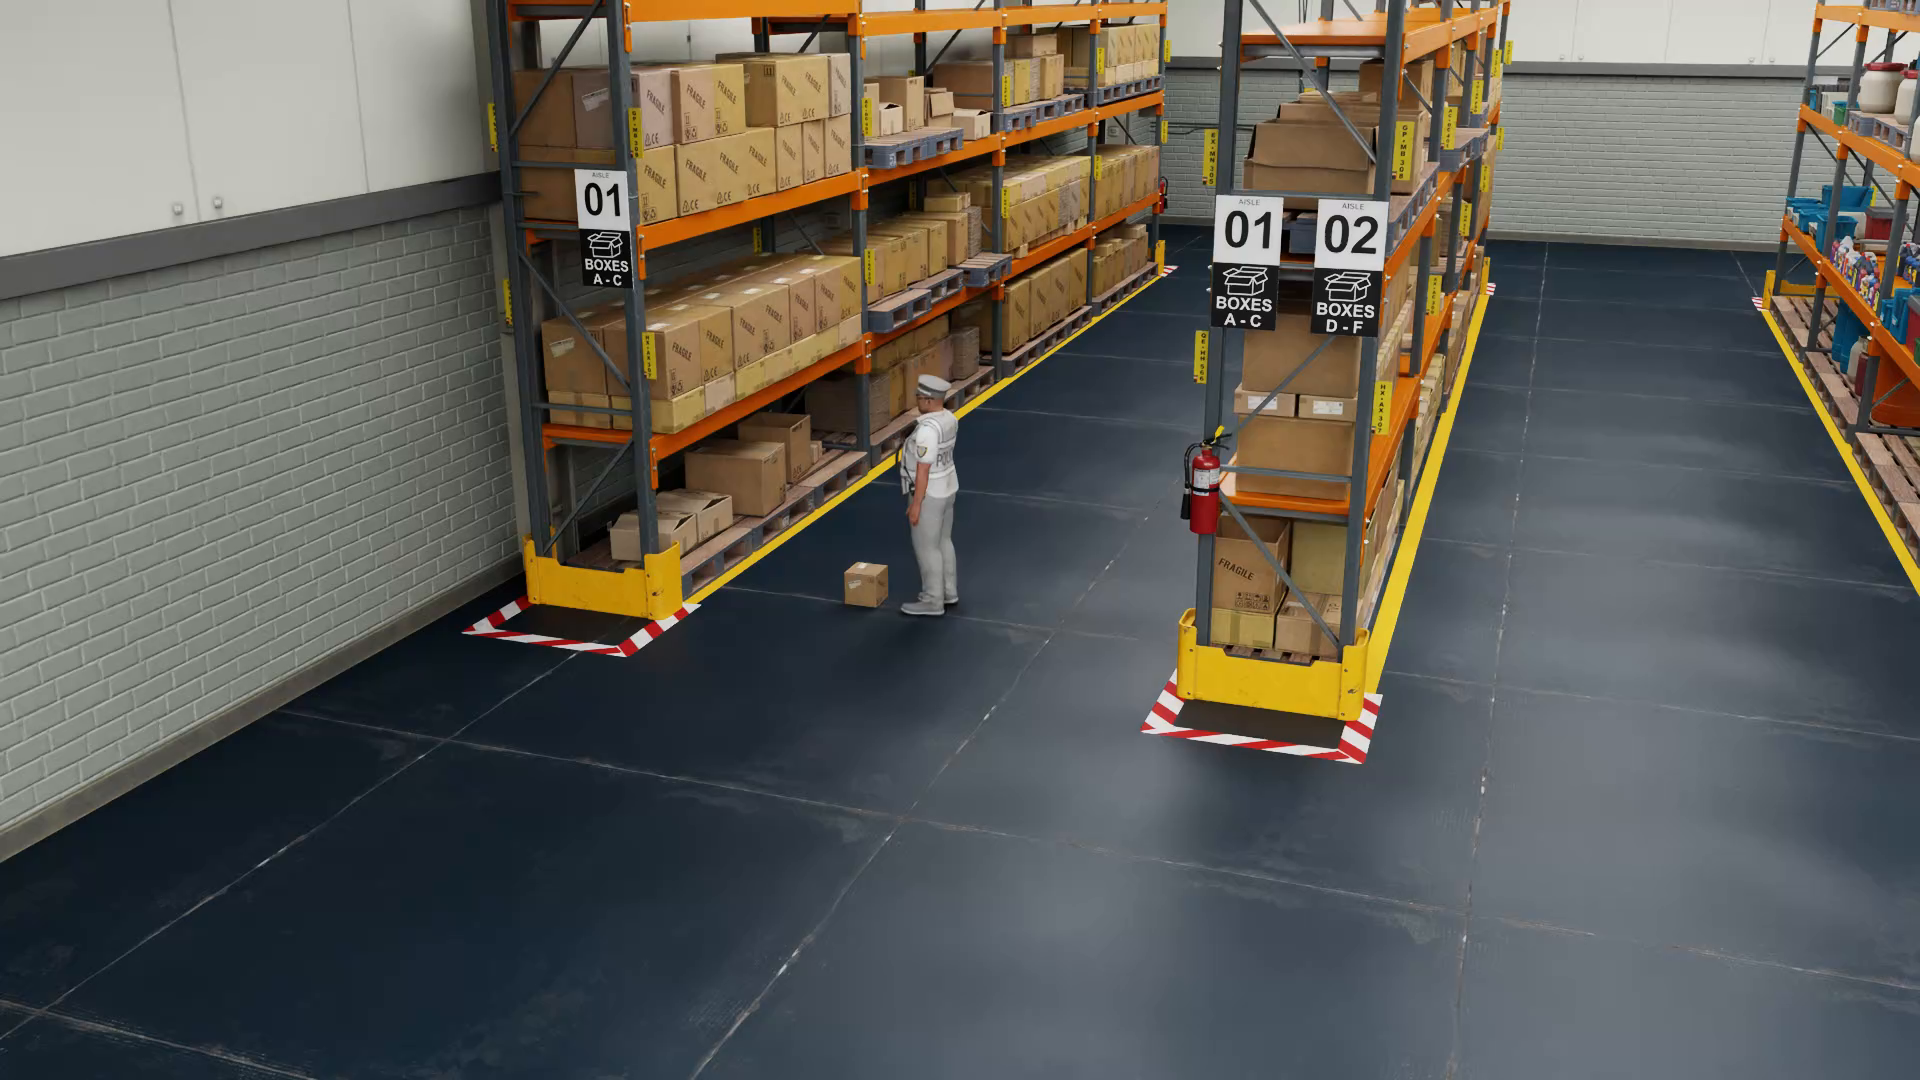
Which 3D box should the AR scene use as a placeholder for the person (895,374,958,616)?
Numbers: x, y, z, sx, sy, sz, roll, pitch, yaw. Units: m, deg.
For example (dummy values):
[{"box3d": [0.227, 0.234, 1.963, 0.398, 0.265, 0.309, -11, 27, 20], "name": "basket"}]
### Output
[{"box3d": [-0.230, -0.323, 12.010, 0.394, 1.777, 0.530, 7, 20, 19], "name": "person"}]
